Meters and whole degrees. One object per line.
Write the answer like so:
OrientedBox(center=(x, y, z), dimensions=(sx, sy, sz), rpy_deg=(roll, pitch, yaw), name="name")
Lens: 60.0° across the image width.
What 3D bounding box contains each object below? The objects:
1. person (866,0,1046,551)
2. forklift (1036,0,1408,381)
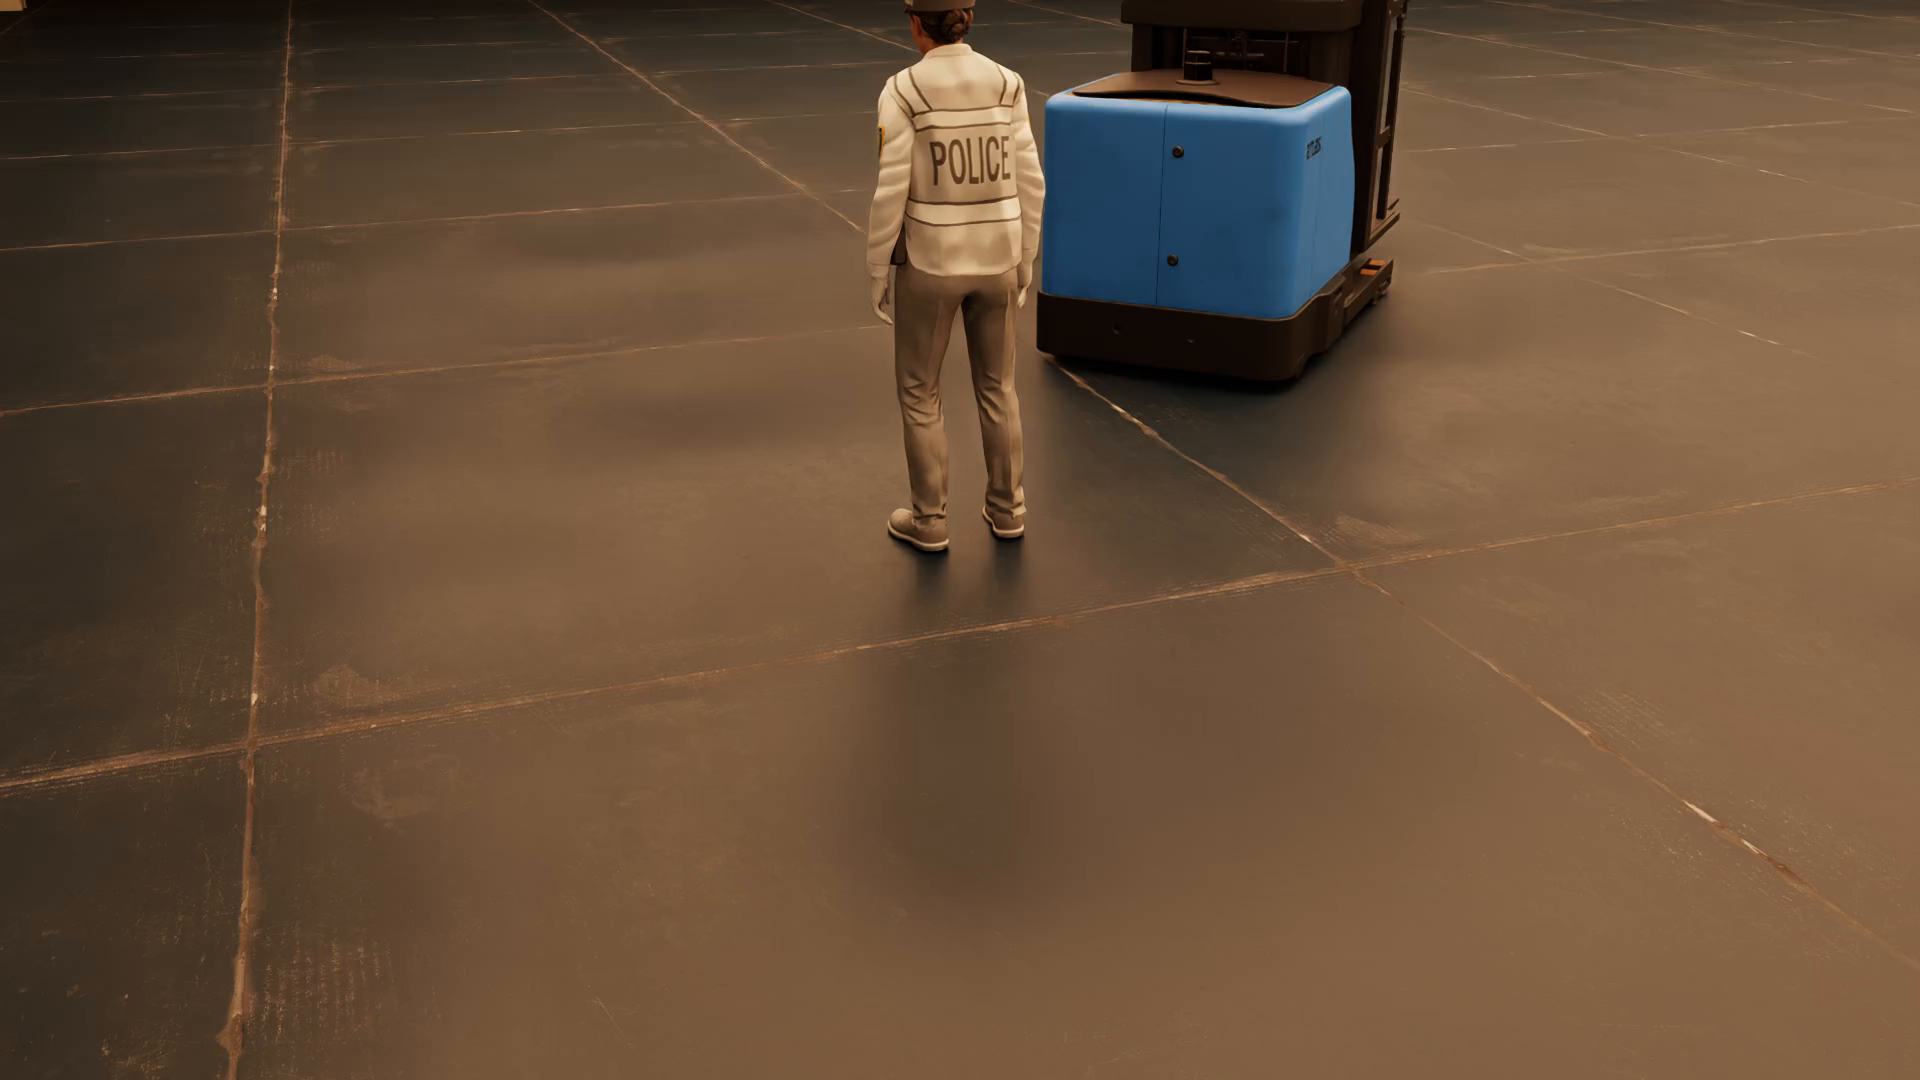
OrientedBox(center=(-0.020, -0.775, 4.780), dimensions=(0.529, 1.663, 0.372), rpy_deg=(-9, 24, -20), name="person")
OrientedBox(center=(1.387, -2.493, 7.226), dimensions=(1.130, 2.935, 3.031), rpy_deg=(10, 25, 23), name="forklift")
